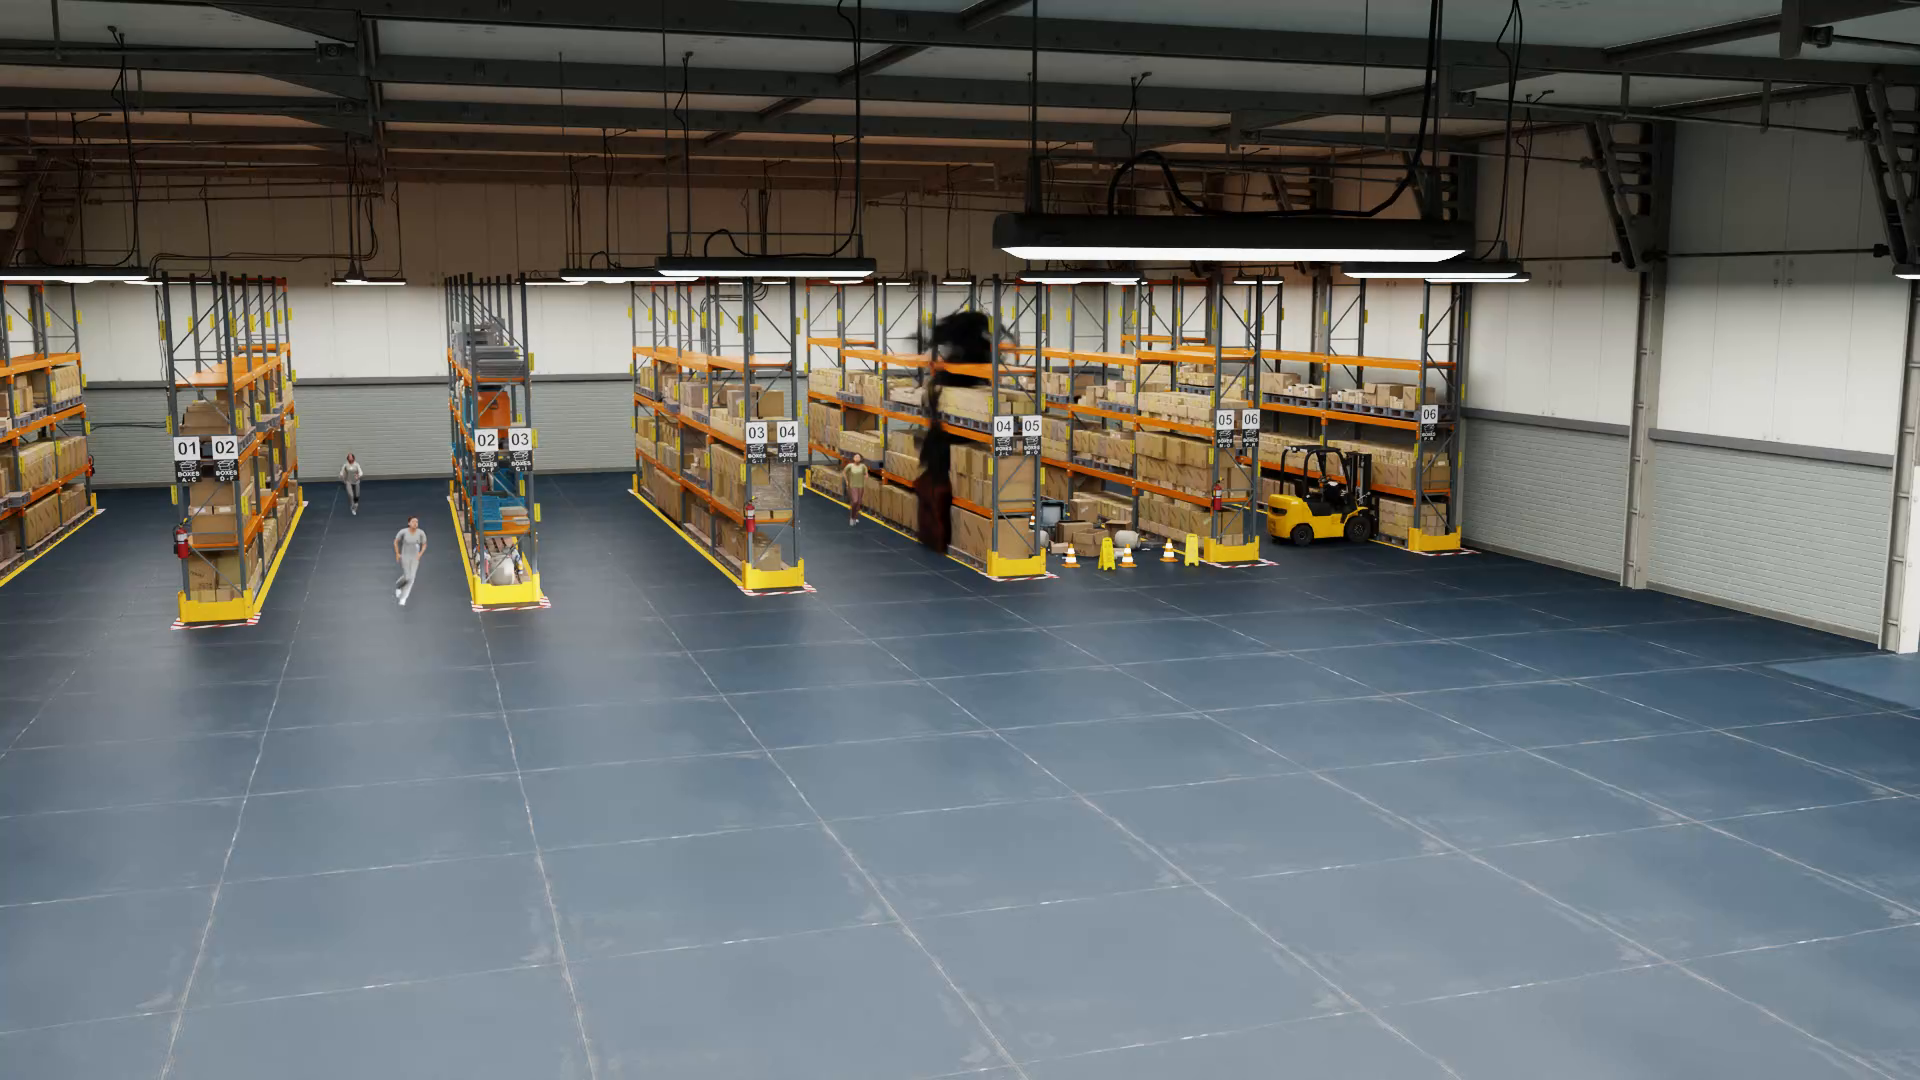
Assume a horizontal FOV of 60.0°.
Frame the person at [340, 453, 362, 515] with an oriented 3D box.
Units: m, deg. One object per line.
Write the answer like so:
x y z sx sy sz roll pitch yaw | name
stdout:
-15.524 -1.438 42.436 0.541 1.551 0.666 -4 9 -23 | person

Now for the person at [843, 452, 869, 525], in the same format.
-2.382 -1.188 38.577 0.581 1.697 0.618 -3 9 -19 | person

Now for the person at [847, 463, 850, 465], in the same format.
-3.348 -2.636 49.669 0.589 1.737 0.669 -4 9 -24 | person

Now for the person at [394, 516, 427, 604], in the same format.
-10.084 0.346 30.548 0.555 1.621 0.560 -6 10 -35 | person
